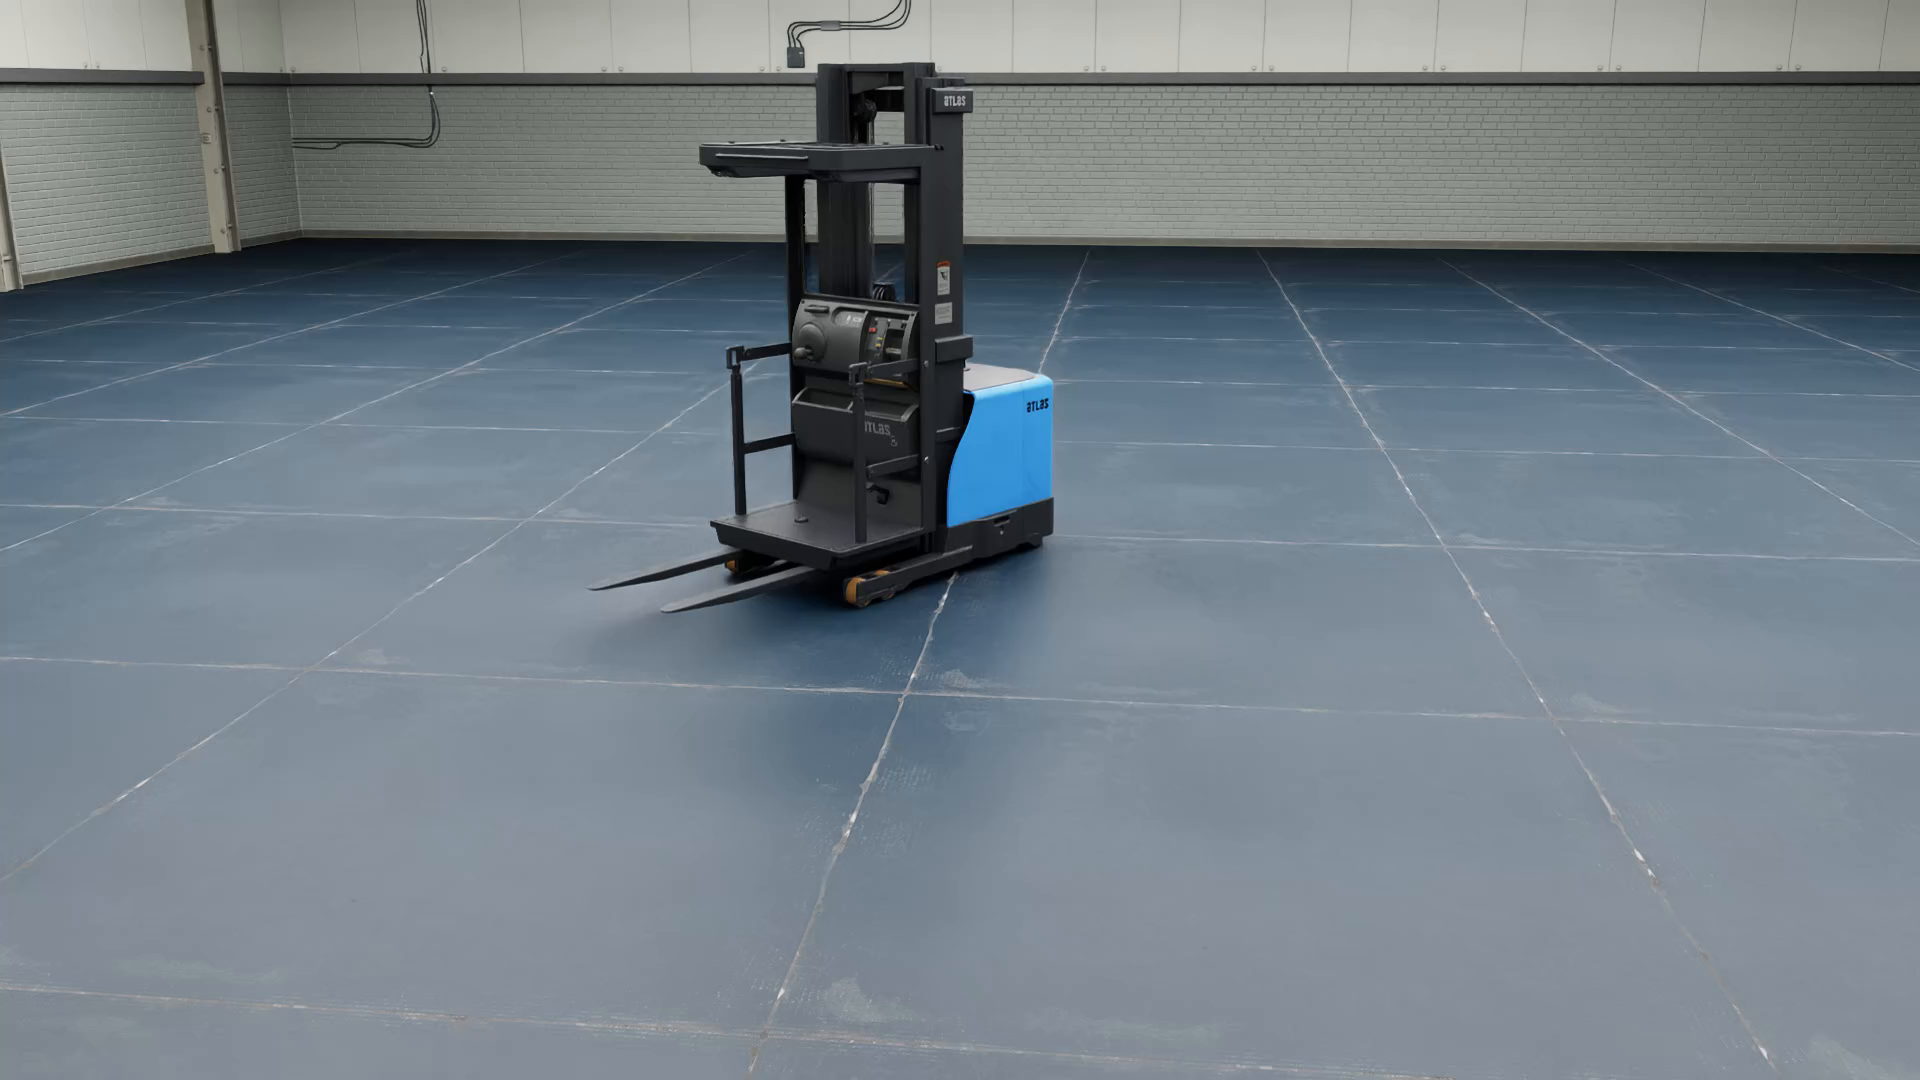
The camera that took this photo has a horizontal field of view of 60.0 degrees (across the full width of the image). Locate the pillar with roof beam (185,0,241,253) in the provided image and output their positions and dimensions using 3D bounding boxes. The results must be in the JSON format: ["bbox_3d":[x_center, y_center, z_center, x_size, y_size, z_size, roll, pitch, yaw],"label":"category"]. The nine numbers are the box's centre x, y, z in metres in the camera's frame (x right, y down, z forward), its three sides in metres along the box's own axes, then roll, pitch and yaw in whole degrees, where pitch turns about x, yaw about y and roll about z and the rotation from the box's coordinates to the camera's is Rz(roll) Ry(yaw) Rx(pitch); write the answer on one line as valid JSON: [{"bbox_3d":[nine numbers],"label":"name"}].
[{"bbox_3d":[-8.831,-9.381,28.114,9.100,9.000,0.400,2,15,6],"label":"pillar with roof beam"}]

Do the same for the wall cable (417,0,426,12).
[{"bbox_3d":[-8.774,-11.092,30.716,3.097,2.526,0.112,2,15,6],"label":"wall cable"}]

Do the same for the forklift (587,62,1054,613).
[{"bbox_3d":[-0.750,-1.188,9.442,1.130,2.935,3.031,13,20,39],"label":"forklift"}]

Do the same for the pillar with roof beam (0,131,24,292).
[{"bbox_3d":[-9.508,-7.825,22.359,9.100,9.000,0.400,2,15,6],"label":"pillar with roof beam"}]

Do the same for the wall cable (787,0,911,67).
[{"bbox_3d":[-2.031,-11.591,29.772,2.305,6.003,0.169,2,15,6],"label":"wall cable"}]

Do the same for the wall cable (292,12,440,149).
[{"bbox_3d":[-11.462,-8.734,31.670,3.097,2.526,0.112,2,15,6],"label":"wall cable"}]
